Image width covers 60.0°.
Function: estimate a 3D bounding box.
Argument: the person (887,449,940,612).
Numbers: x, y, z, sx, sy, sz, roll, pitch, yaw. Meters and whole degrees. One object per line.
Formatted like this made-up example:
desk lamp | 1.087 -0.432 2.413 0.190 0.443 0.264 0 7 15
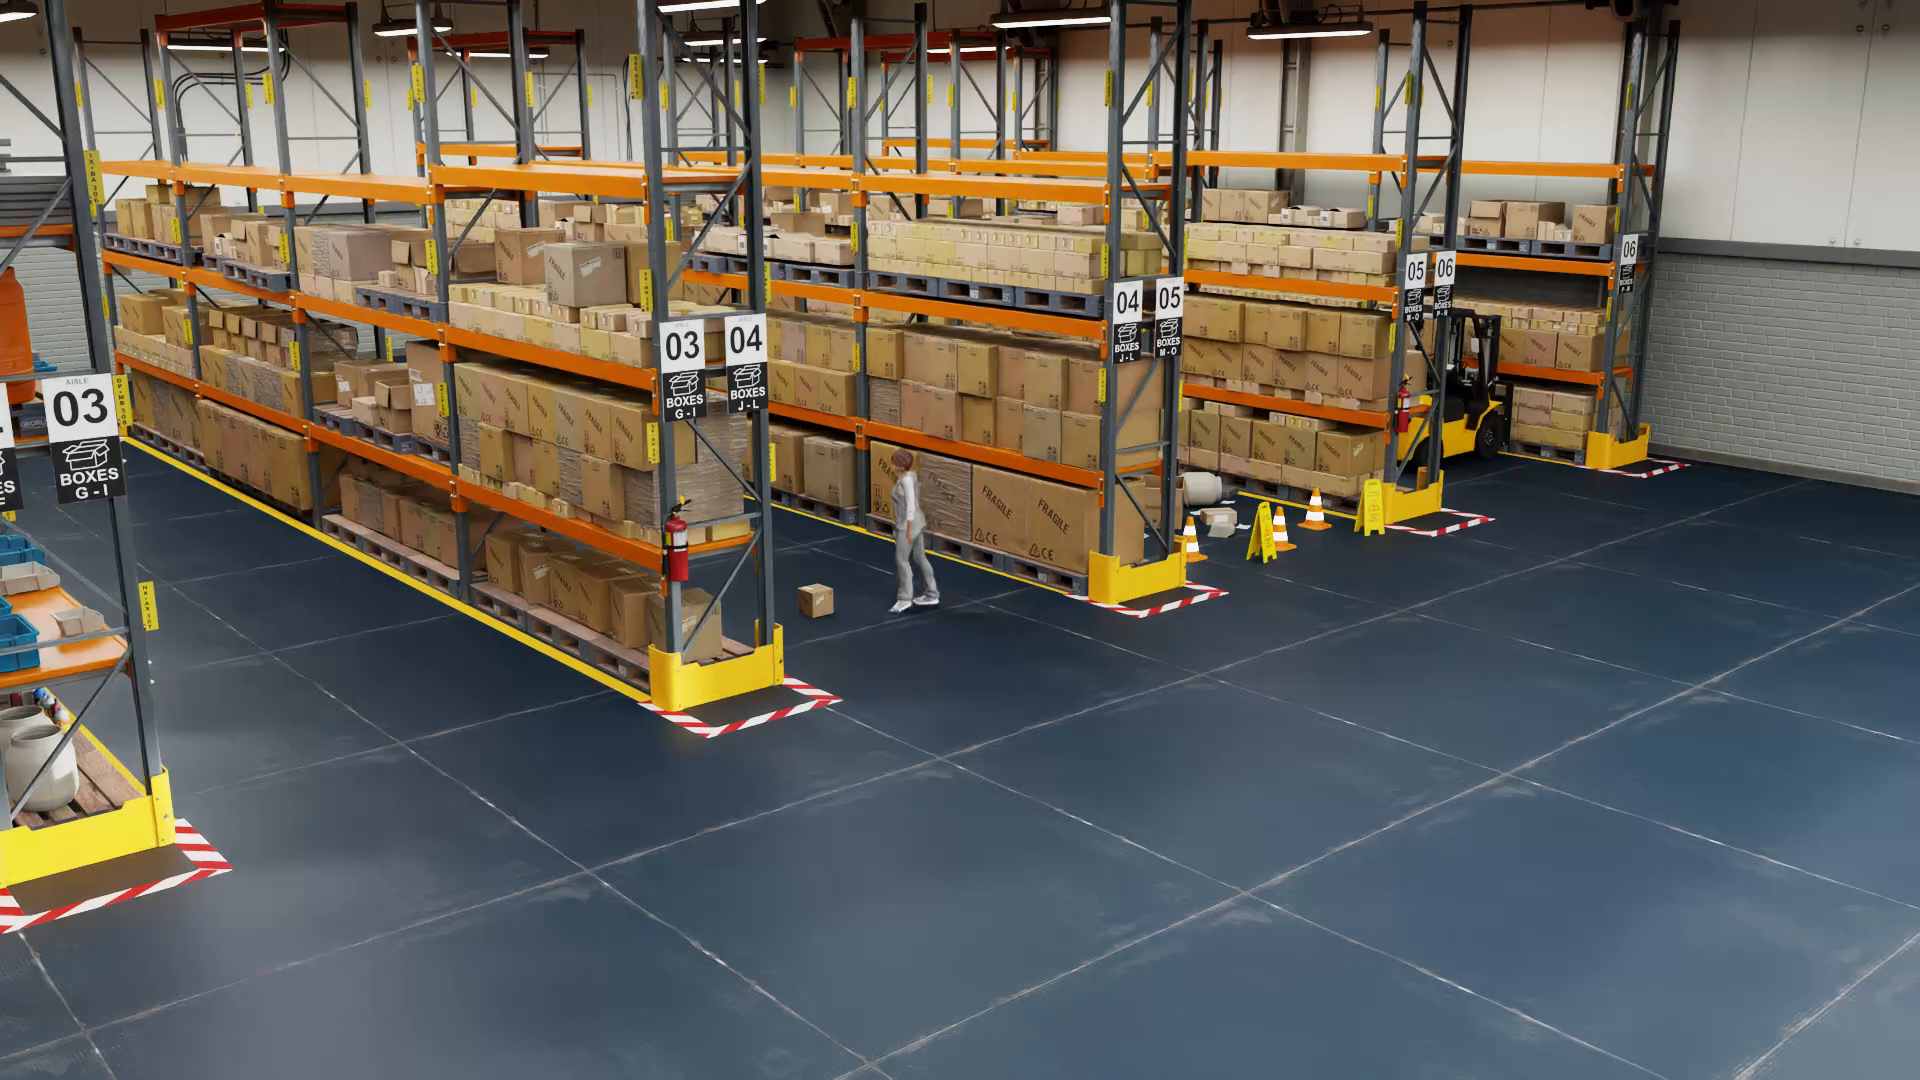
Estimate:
person | -0.445 -0.087 16.419 0.502 1.639 0.434 2 15 9
